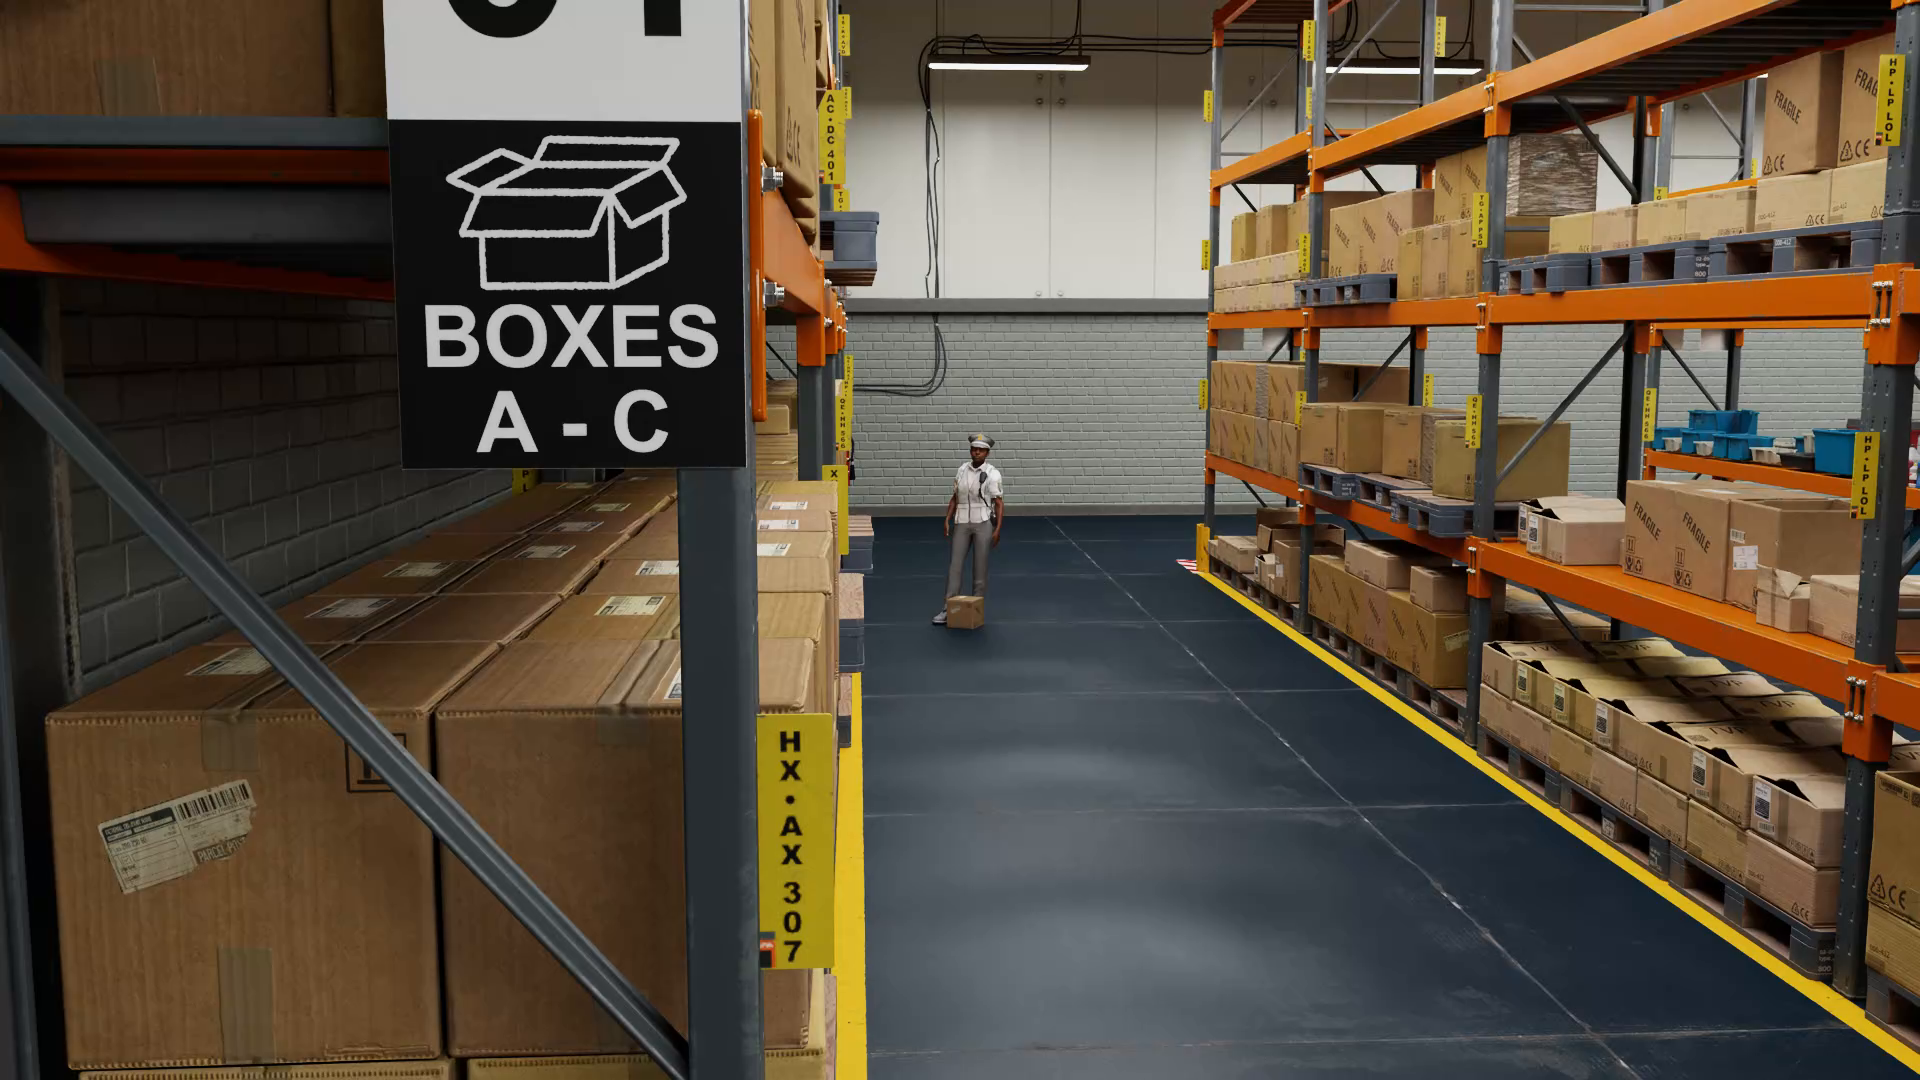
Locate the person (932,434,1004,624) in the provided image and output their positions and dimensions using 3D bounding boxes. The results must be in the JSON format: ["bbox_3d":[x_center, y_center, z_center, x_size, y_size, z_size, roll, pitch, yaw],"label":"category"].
[{"bbox_3d":[0.087,-0.107,14.910,0.567,1.694,0.529,3,7,21],"label":"person"}]
